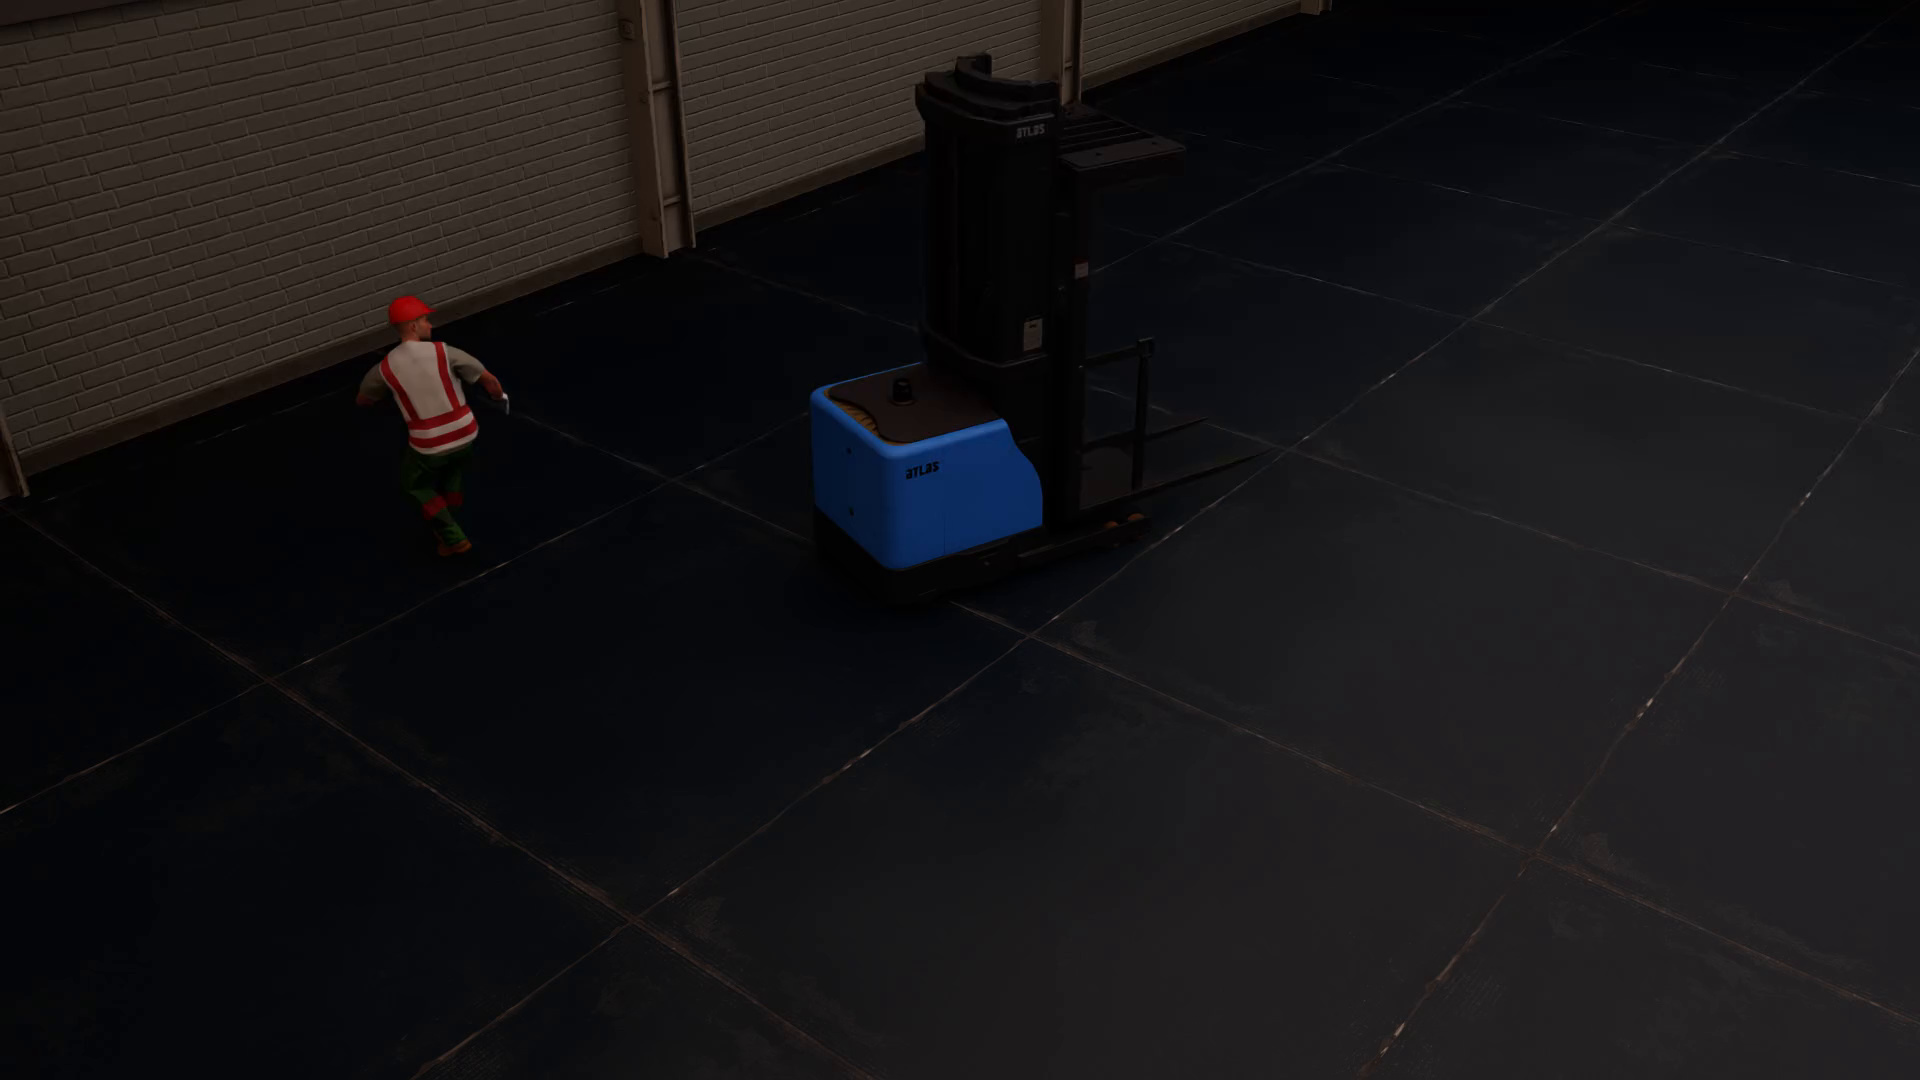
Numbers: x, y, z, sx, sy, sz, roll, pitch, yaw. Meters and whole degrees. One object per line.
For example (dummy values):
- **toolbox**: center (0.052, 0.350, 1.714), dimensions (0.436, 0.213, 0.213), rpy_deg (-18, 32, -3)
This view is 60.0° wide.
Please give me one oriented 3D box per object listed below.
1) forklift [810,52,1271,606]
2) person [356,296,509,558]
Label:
- **forklift**: center (0.615, -1.425, 10.033), dimensions (3.031, 2.935, 1.130), rpy_deg (-17, 34, -27)
- **person**: center (-3.165, -0.715, 10.080), dimensions (0.876, 1.654, 0.816), rpy_deg (-17, 34, -26)
